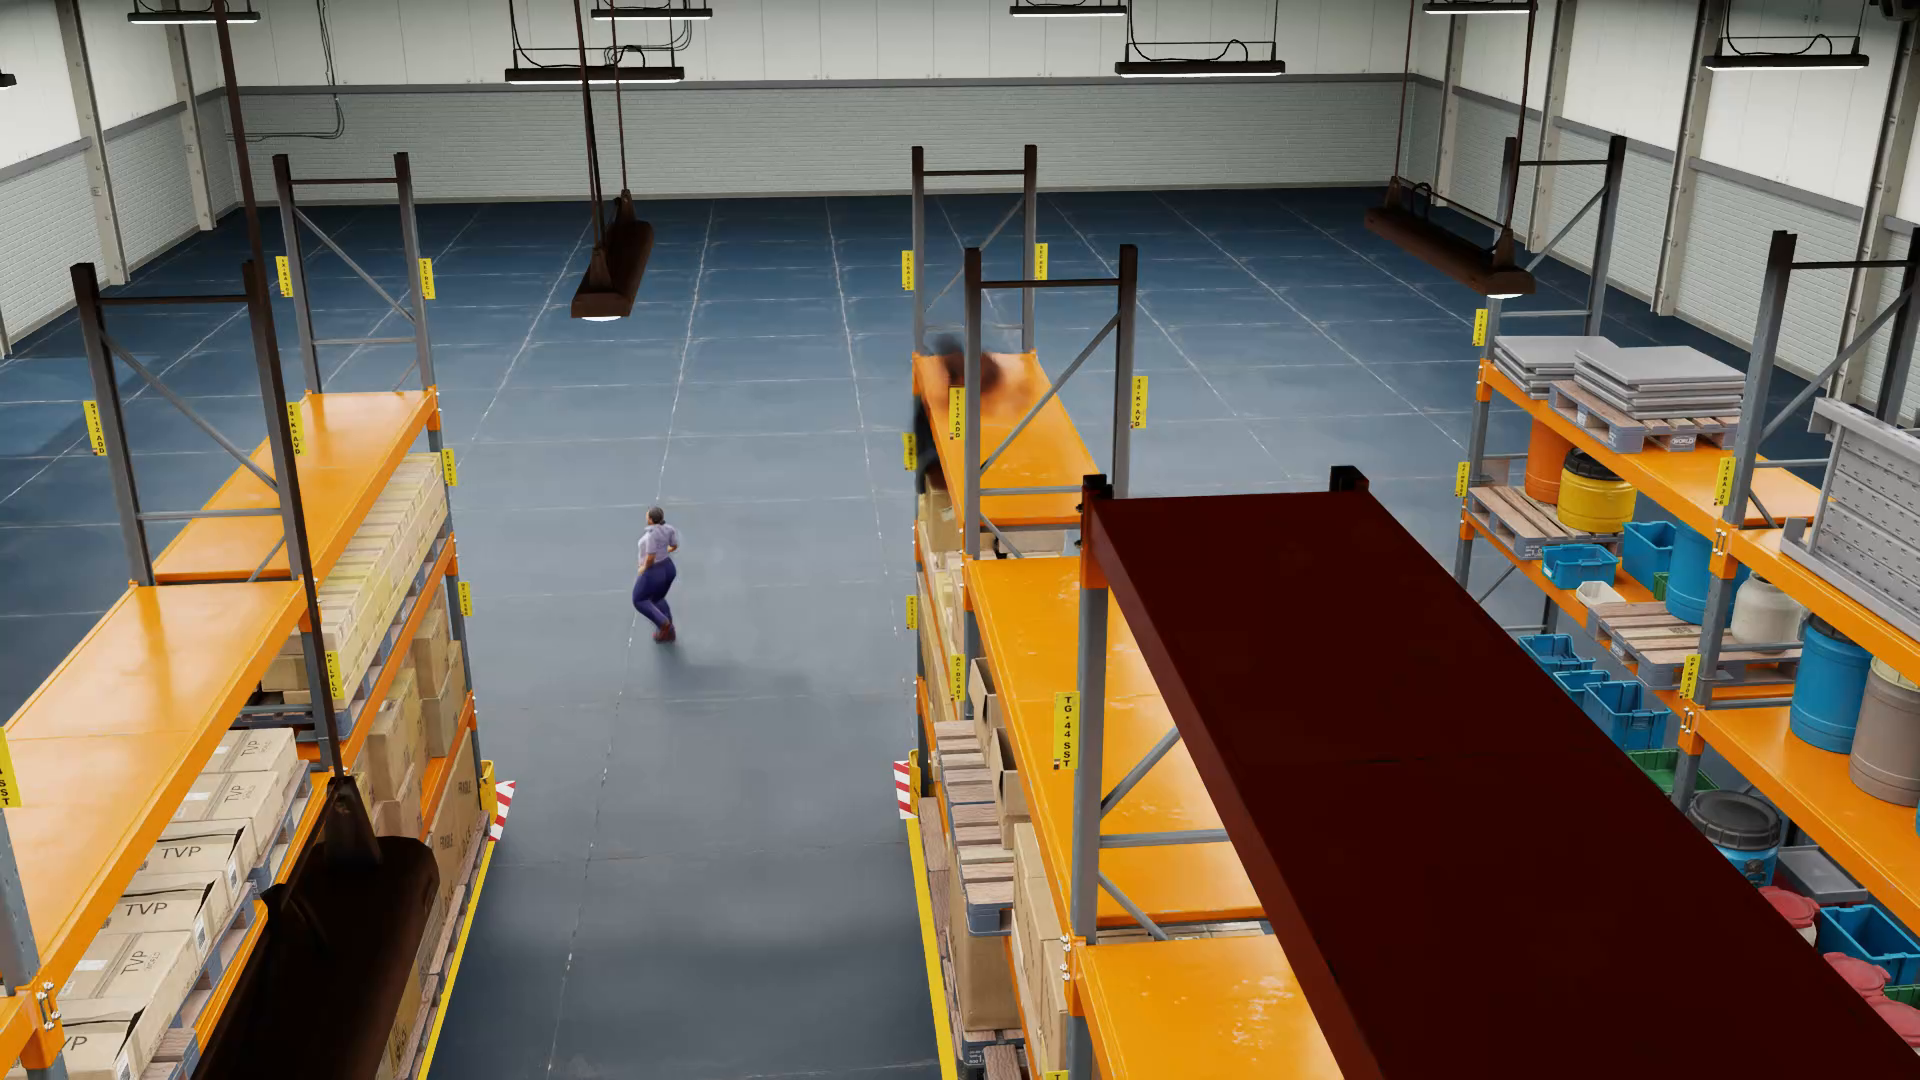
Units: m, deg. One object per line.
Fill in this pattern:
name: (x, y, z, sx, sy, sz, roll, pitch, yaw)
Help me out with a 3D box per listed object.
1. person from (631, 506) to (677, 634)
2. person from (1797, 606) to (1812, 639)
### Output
person: (-3.431, 0.331, 18.536, 0.516, 1.535, 0.599, 12, 25, 28)
person: (9.203, 0.626, 17.832, 0.805, 1.445, 0.506, 7, 23, 17)
